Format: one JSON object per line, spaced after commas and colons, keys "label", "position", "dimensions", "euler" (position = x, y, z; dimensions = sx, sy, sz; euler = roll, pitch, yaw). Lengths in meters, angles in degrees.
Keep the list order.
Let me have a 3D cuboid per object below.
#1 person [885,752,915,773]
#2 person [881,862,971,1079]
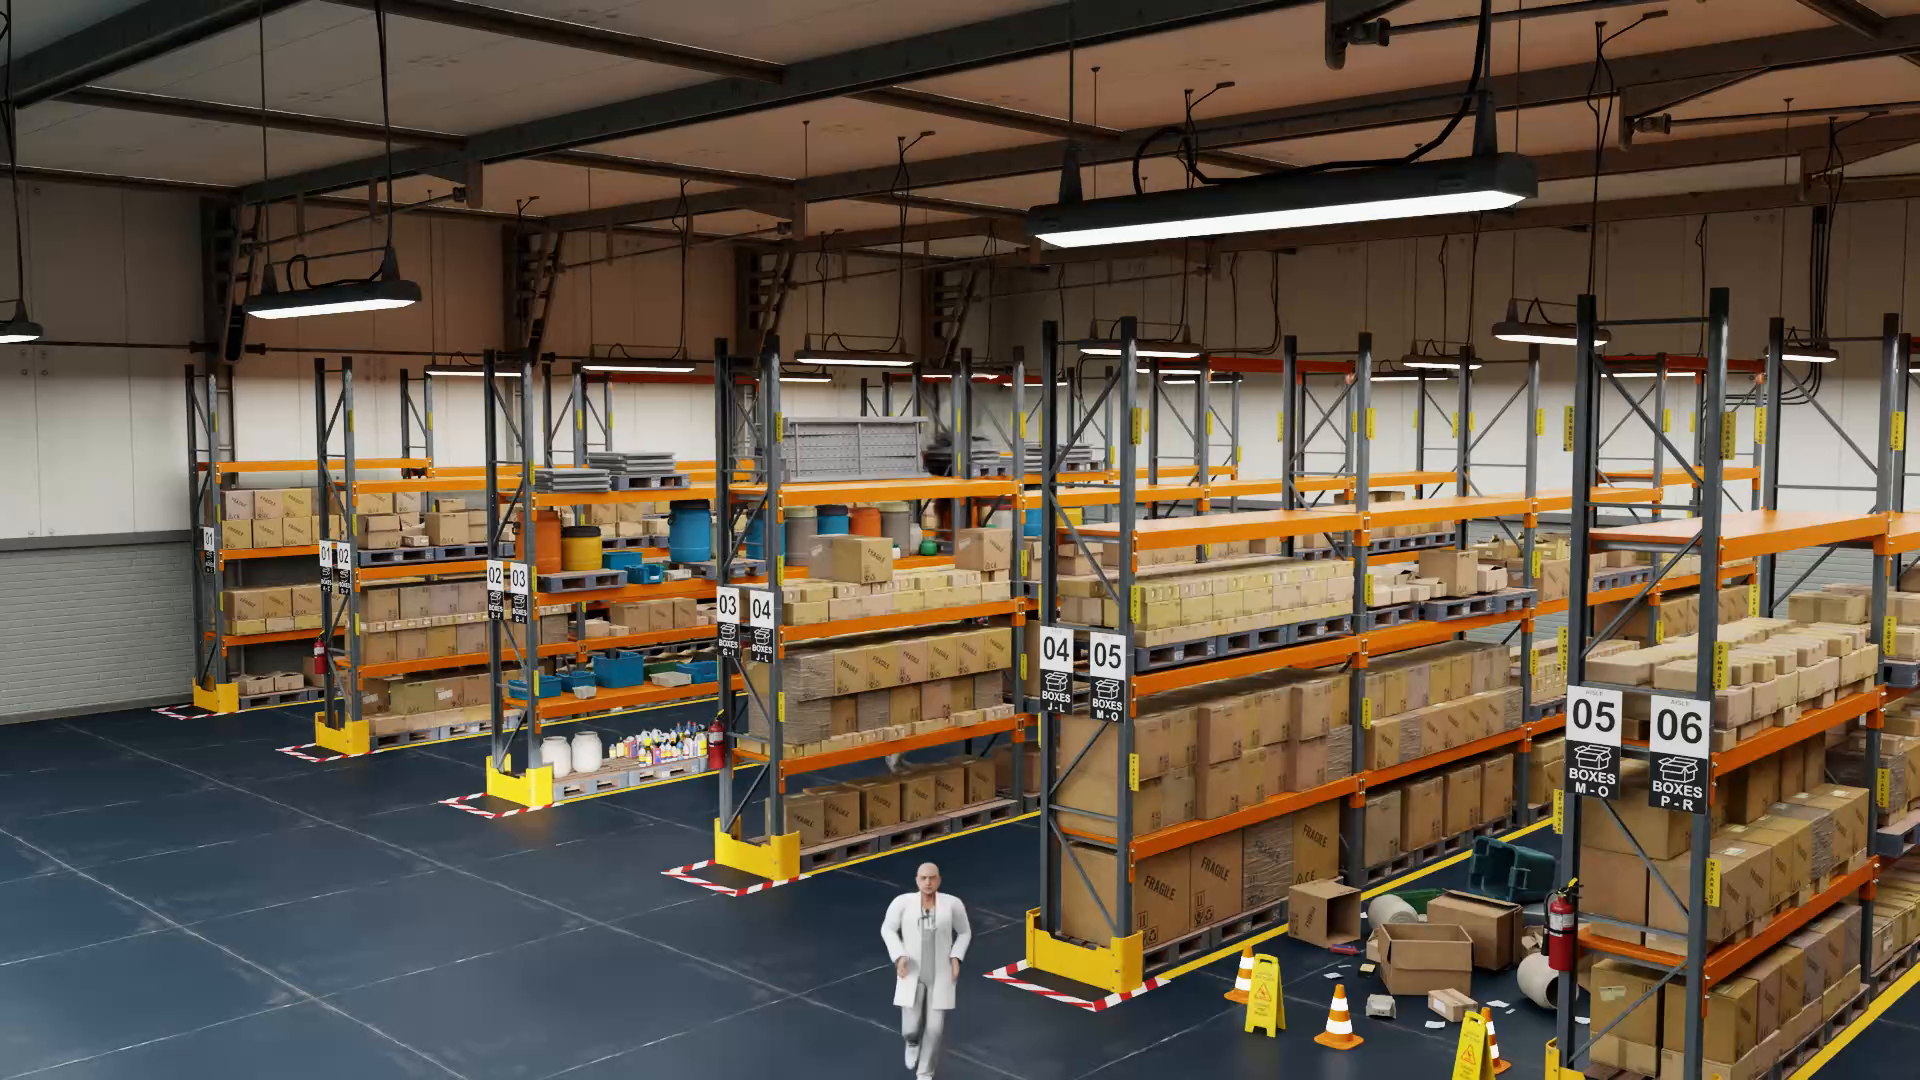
{"label": "person", "position": [-0.778, 2.586, 22.287], "dimensions": [0.697, 1.743, 0.768], "euler": [3, 5, 36]}
{"label": "person", "position": [-0.254, 3.321, 12.736], "dimensions": [0.694, 1.730, 0.633], "euler": [0, 4, -3]}
